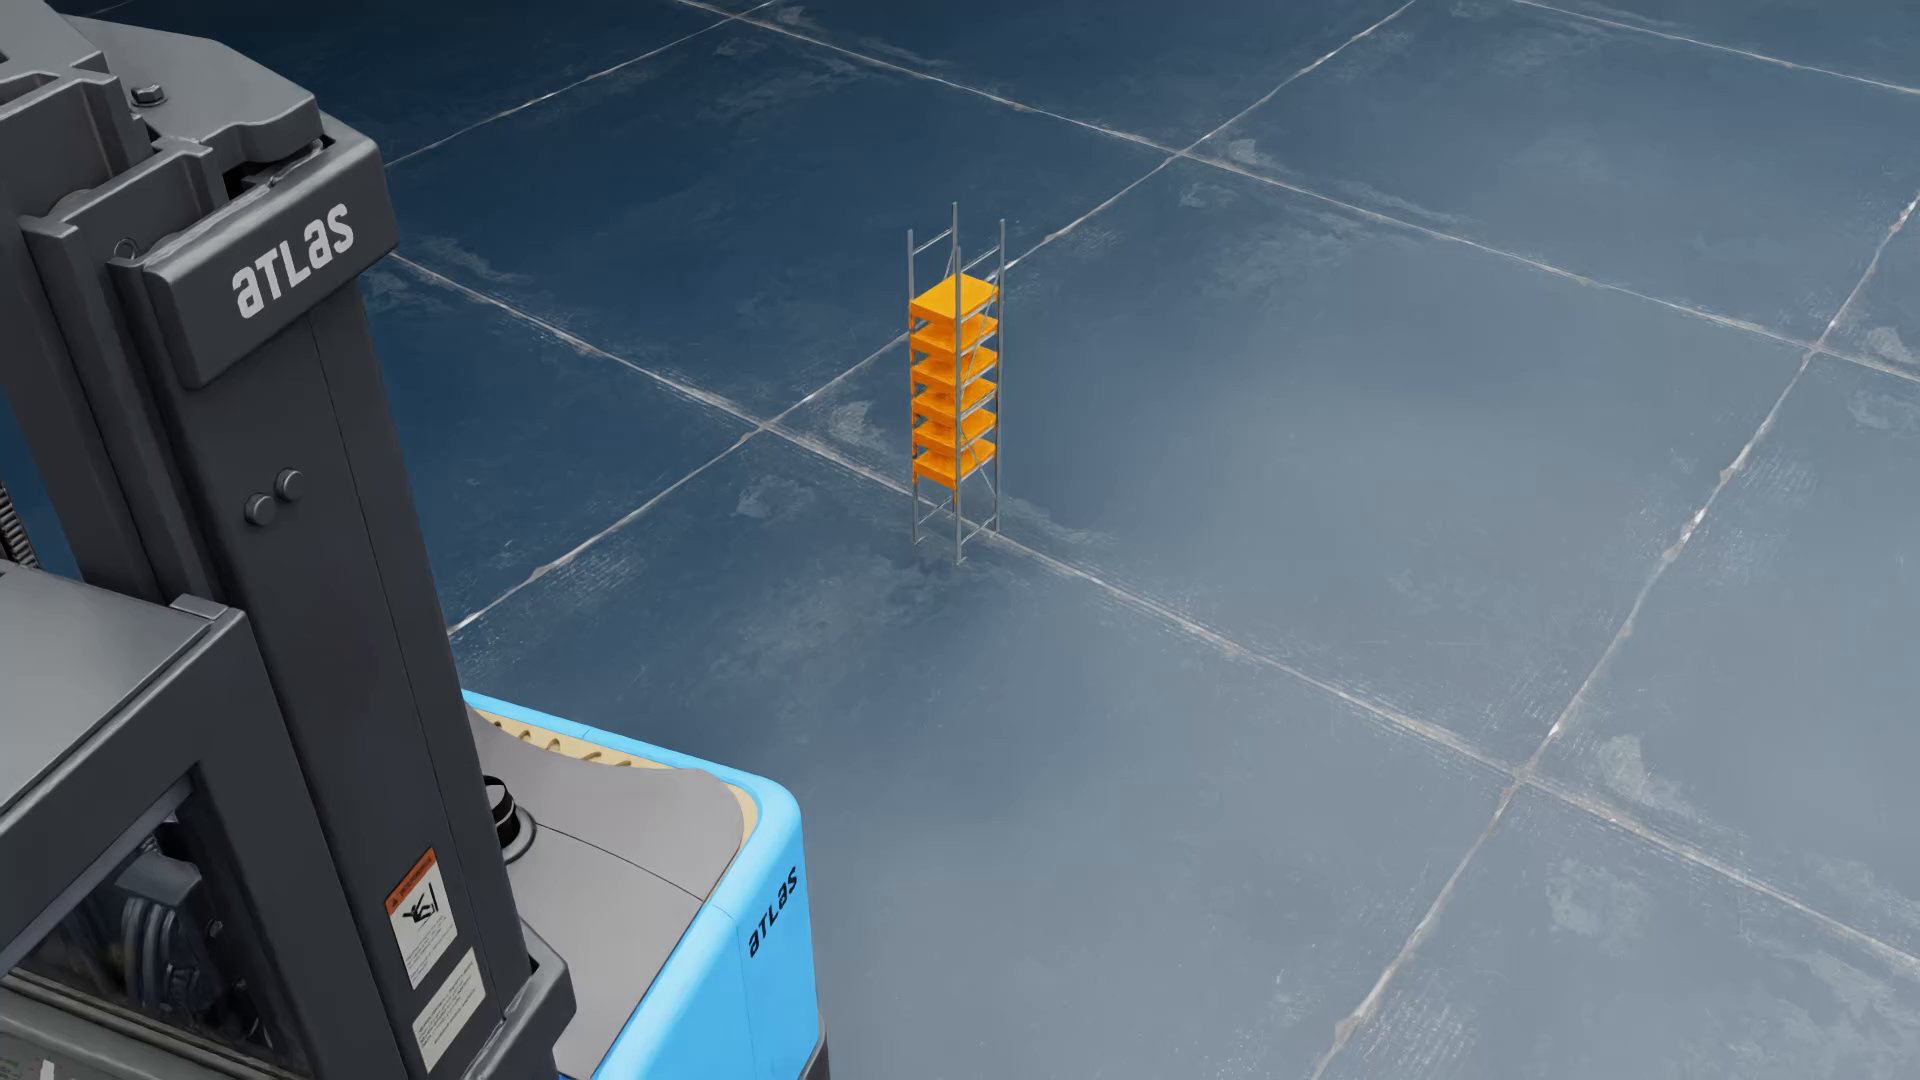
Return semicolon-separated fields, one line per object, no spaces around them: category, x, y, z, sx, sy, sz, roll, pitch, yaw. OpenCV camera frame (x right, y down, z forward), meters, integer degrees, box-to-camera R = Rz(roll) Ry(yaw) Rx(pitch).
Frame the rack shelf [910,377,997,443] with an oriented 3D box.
rack shelf;-0.011;-0.443;5.414;0.180;0.103;0.258;25;45;29

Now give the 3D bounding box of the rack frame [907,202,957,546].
rack frame;-0.084;-0.512;5.431;0.006;1.200;0.240;25;45;29

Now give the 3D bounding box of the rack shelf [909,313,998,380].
rack shelf;-0.012;-0.632;5.266;0.180;0.103;0.258;25;45;29

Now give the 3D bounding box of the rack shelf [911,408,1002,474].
rack shelf;-0.011;-0.348;5.488;0.180;0.103;0.258;25;45;29

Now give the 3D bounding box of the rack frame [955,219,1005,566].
rack frame;0.061;-0.444;5.343;0.006;1.200;0.240;25;45;29

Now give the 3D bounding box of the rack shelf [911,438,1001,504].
rack shelf;-0.011;-0.254;5.562;0.180;0.103;0.258;25;45;29

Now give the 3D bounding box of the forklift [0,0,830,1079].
forklift;-1.313;0.933;2.181;1.130;2.935;3.031;13;40;17

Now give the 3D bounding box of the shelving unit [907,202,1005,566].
shelving unit;-0.012;-0.478;5.387;0.189;1.200;0.258;25;45;29

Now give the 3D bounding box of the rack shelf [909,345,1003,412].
rack shelf;-0.012;-0.537;5.340;0.180;0.103;0.258;25;45;29

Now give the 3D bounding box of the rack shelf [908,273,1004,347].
rack shelf;-0.012;-0.726;5.192;0.180;0.103;0.258;25;45;29
